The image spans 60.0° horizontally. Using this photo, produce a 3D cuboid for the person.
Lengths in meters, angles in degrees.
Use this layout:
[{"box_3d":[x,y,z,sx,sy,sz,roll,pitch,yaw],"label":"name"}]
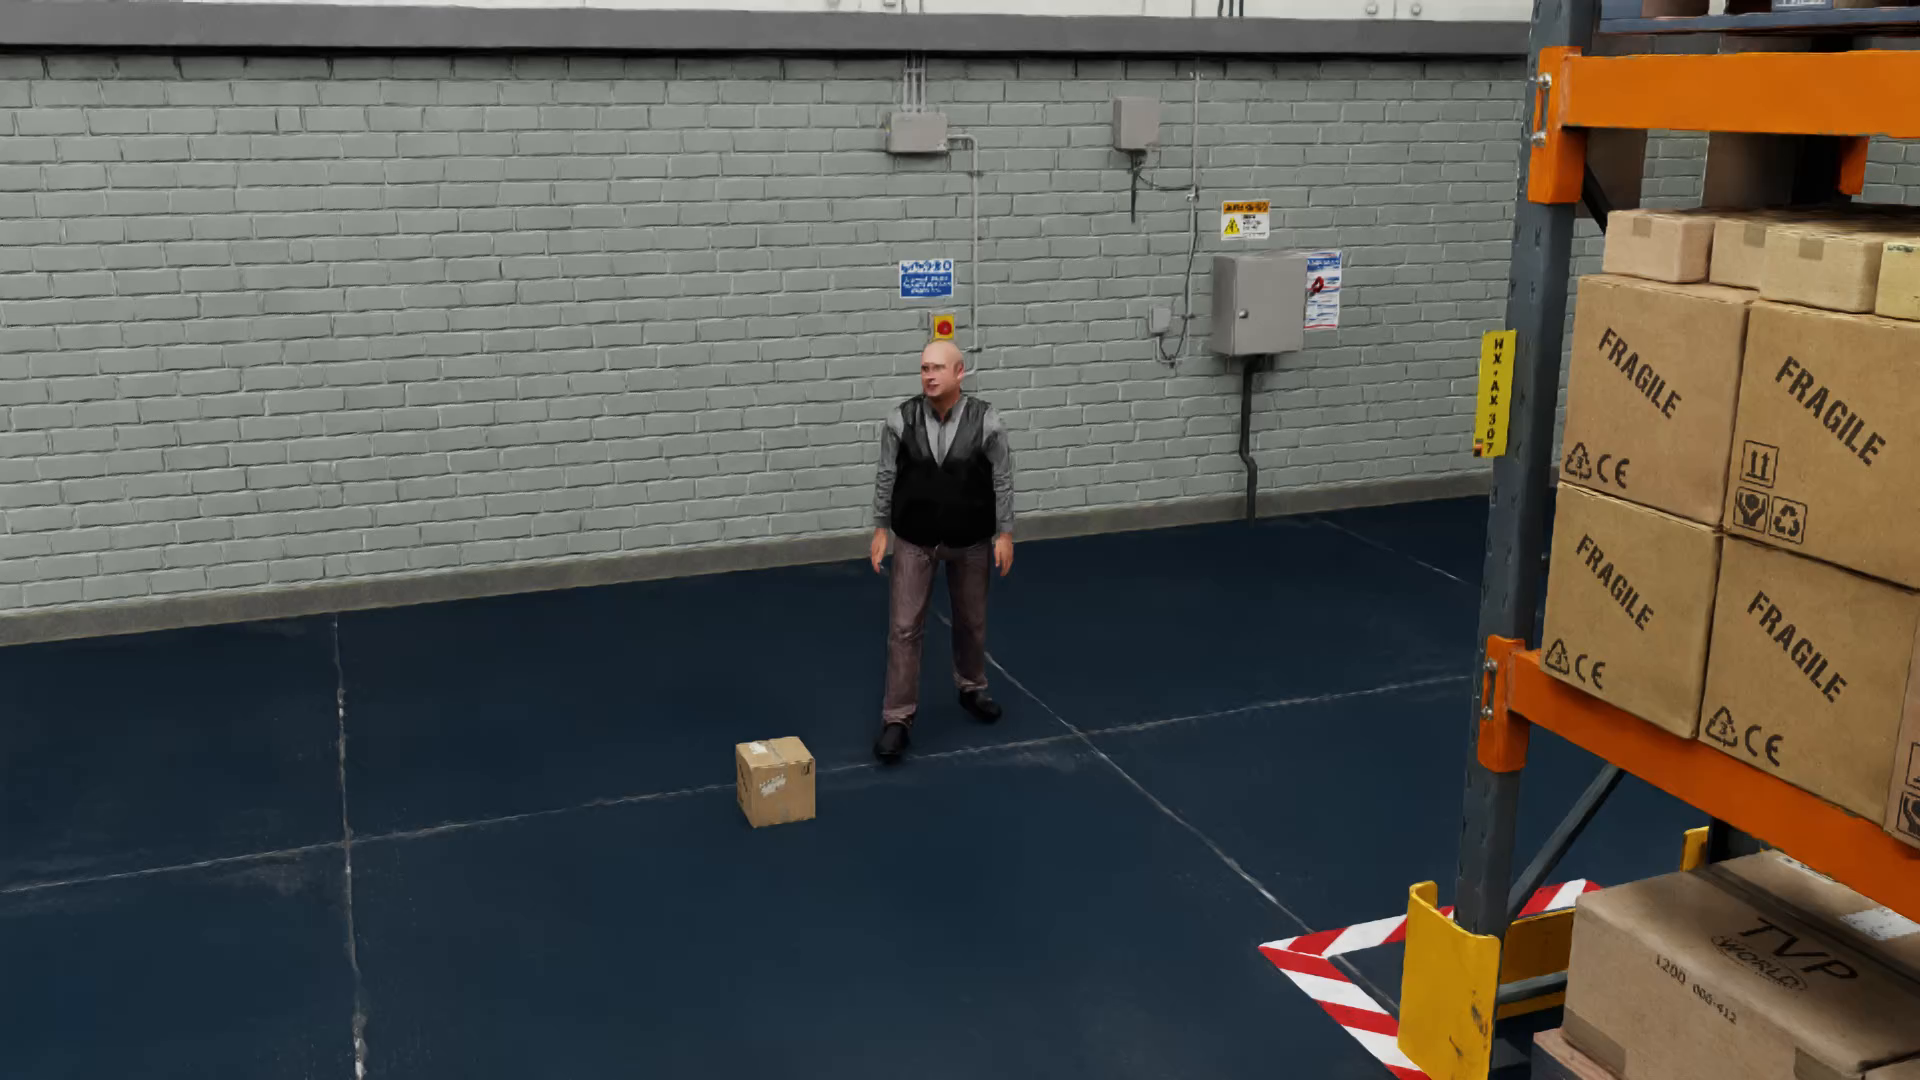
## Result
[{"box_3d":[-0.077,0.011,6.996,0.612,1.699,0.765,0,15,1],"label":"person"}]
